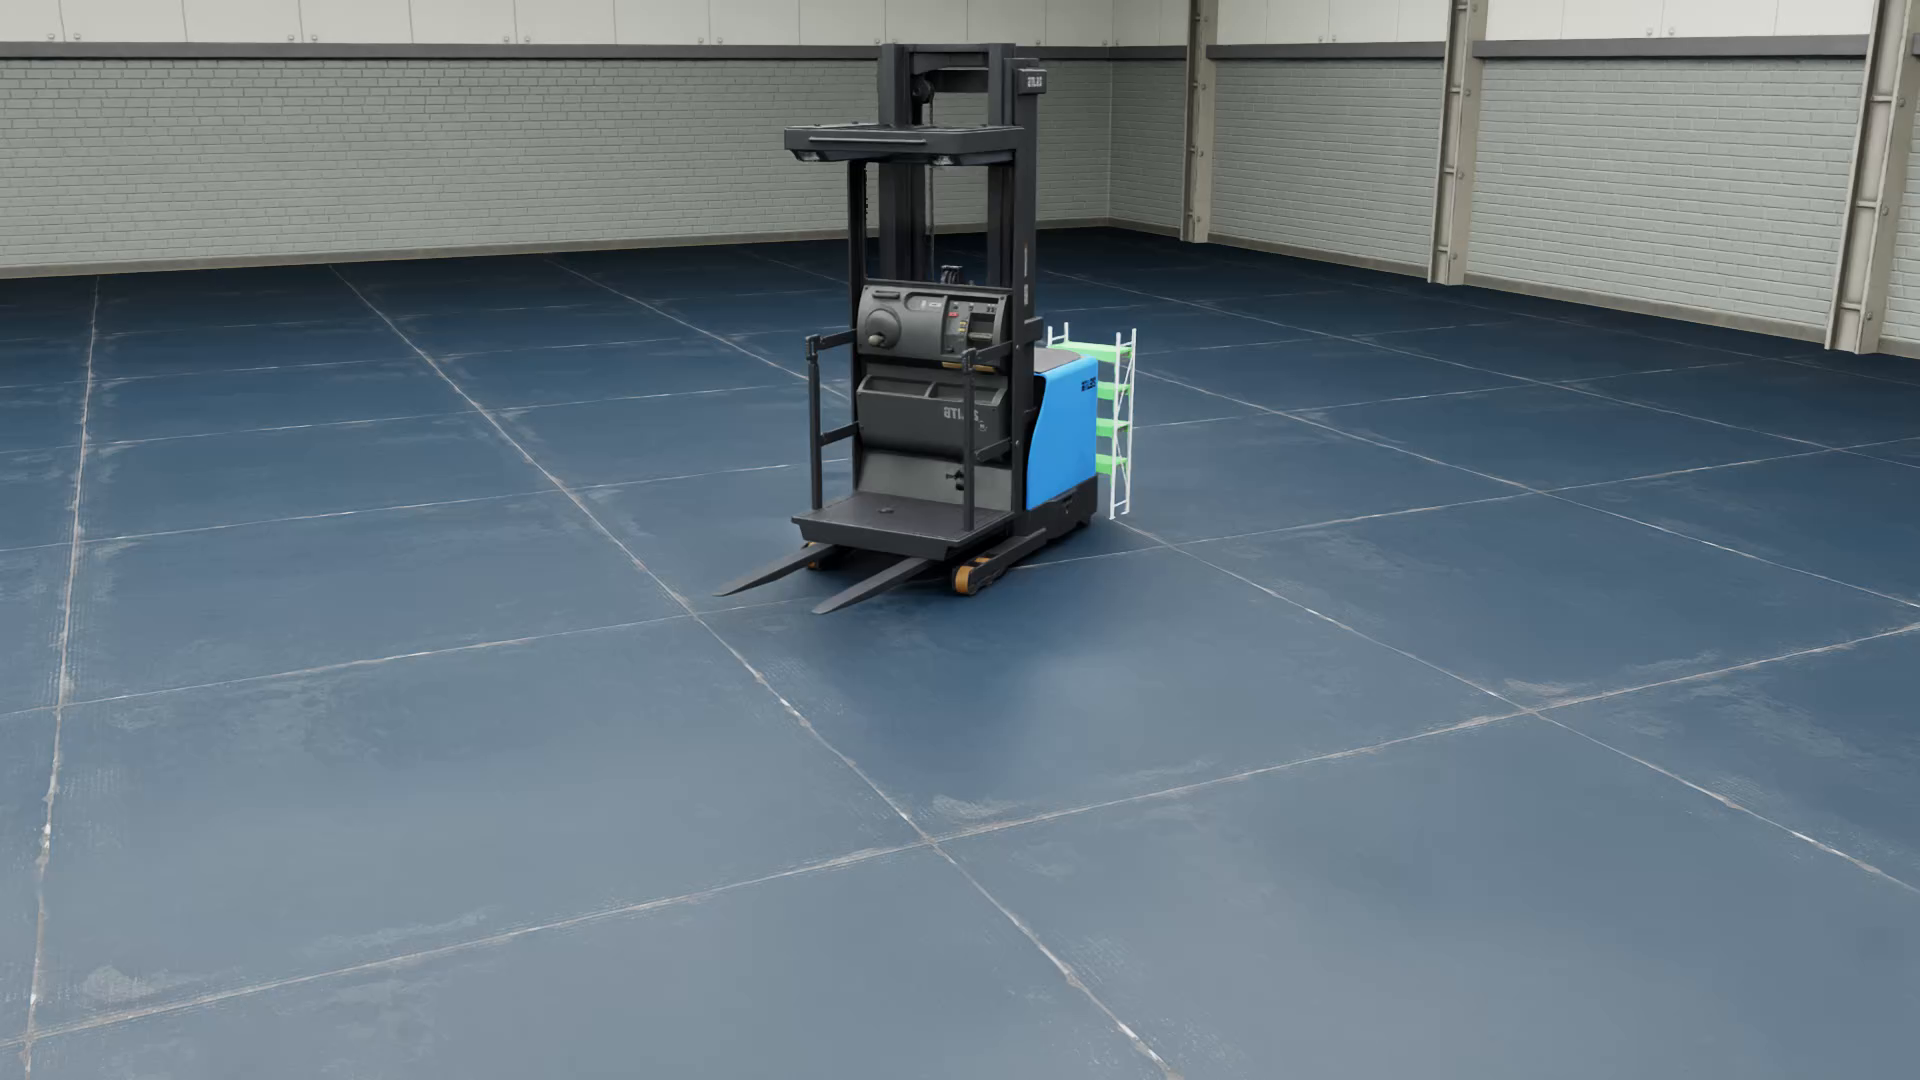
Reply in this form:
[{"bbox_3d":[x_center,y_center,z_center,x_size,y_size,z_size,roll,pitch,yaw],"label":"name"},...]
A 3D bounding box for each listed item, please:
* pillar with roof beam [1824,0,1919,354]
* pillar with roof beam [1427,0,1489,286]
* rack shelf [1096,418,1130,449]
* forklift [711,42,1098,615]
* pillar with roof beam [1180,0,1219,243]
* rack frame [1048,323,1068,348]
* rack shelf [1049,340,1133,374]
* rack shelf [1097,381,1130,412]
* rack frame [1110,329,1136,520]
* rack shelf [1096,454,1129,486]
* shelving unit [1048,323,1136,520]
[{"bbox_3d":[5.247,-5.745,13.957,9.100,9.000,0.400,-8,18,-25],"label":"pillar with roof beam"},{"bbox_3d":[2.618,-7.233,19.141,9.100,9.000,0.400,-8,18,-25],"label":"pillar with roof beam"},{"bbox_3d":[0.833,-0.710,10.771,0.480,0.148,0.258,10,17,31],"label":"rack shelf"},{"bbox_3d":[-0.263,-1.243,9.268,1.130,2.935,3.031,8,18,27],"label":"forklift"},{"bbox_3d":[-0.010,-8.721,24.326,9.100,9.000,0.400,-8,18,-25],"label":"pillar with roof beam"},{"bbox_3d":[0.627,-0.808,10.878,0.015,1.200,0.240,10,17,31],"label":"rack frame"},{"bbox_3d":[0.839,-1.174,10.647,0.480,0.148,0.258,10,17,31],"label":"rack shelf"},{"bbox_3d":[0.836,-0.942,10.709,0.480,0.148,0.258,10,17,31],"label":"rack shelf"},{"bbox_3d":[1.041,-0.736,10.630,0.015,1.200,0.240,10,17,31],"label":"rack frame"},{"bbox_3d":[0.830,-0.478,10.832,0.480,0.148,0.258,10,17,31],"label":"rack shelf"},{"bbox_3d":[0.834,-0.772,10.754,0.503,1.200,0.258,10,17,31],"label":"shelving unit"}]
